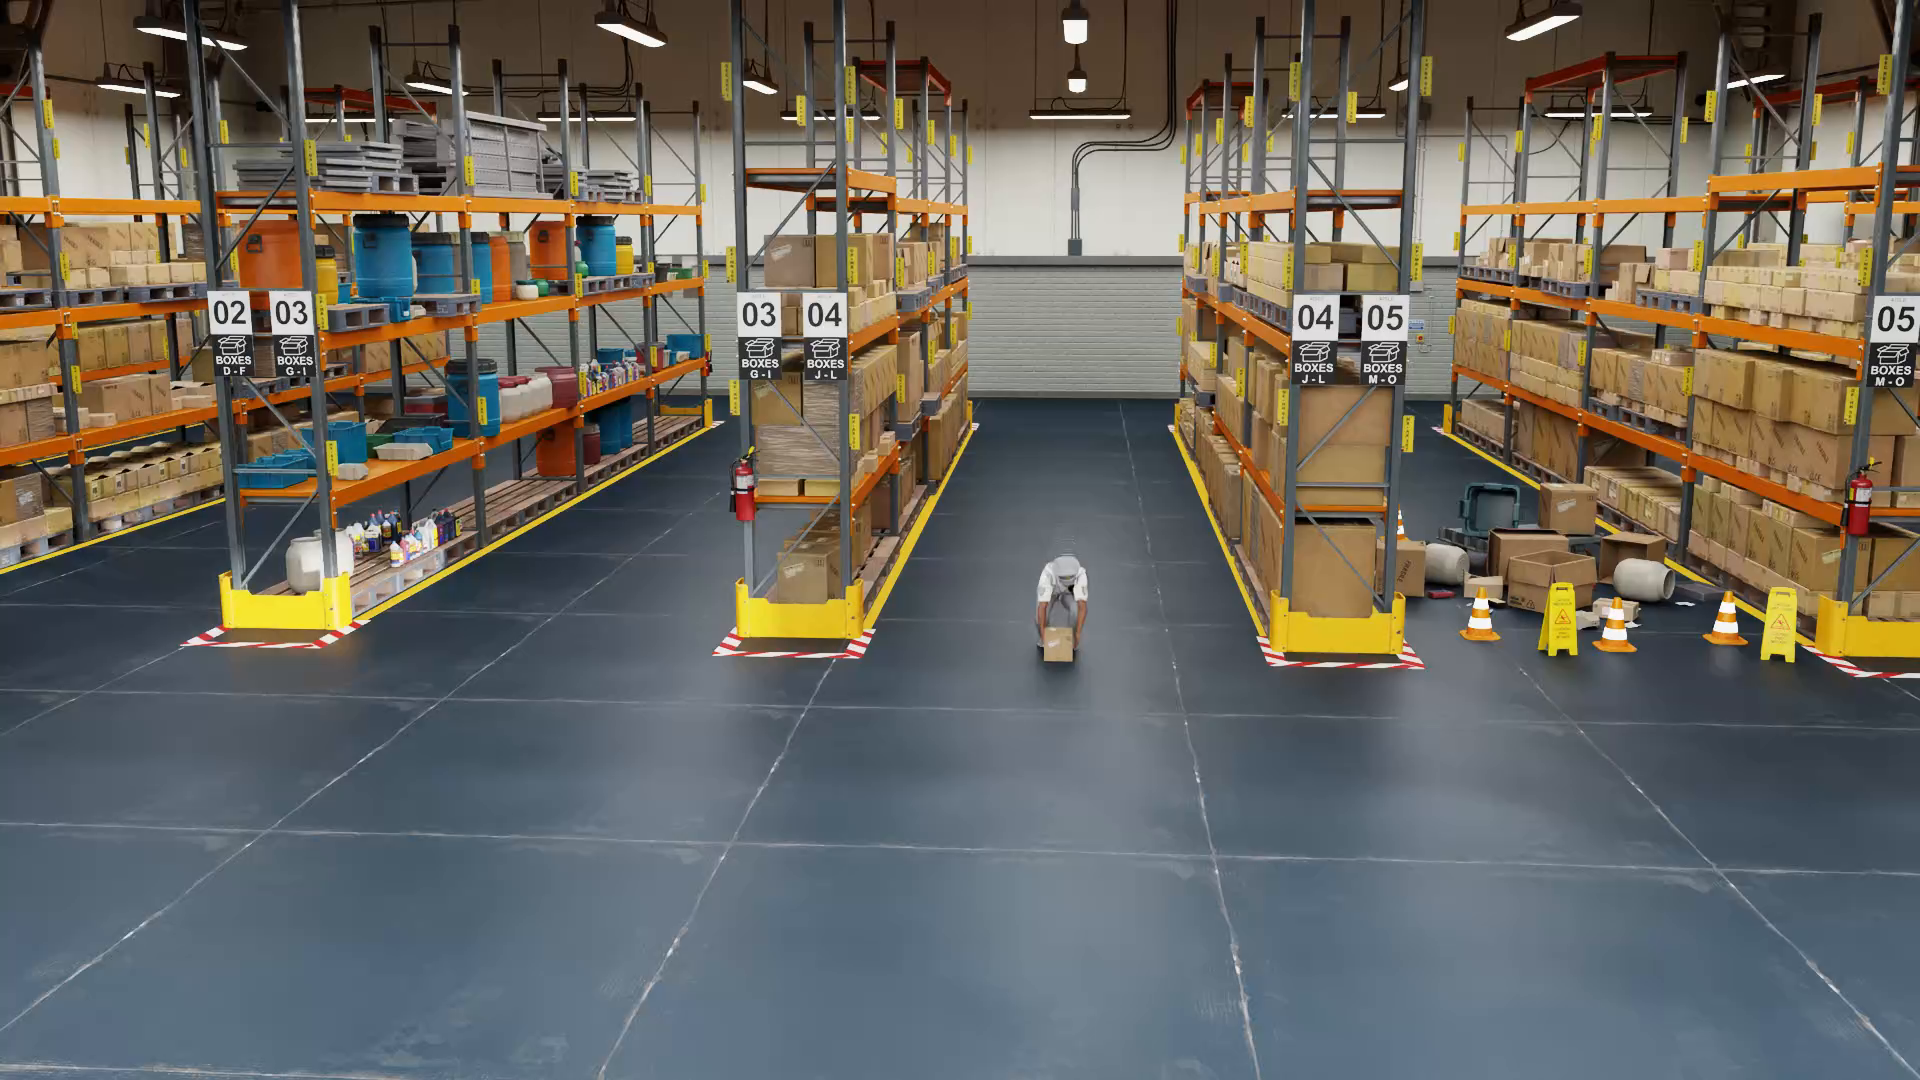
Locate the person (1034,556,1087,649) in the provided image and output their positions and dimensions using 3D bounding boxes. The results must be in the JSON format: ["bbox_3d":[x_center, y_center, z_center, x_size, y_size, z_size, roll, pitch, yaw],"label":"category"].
[{"bbox_3d":[0.913,0.545,15.098,0.478,0.914,0.864,1,11,4],"label":"person"}]
